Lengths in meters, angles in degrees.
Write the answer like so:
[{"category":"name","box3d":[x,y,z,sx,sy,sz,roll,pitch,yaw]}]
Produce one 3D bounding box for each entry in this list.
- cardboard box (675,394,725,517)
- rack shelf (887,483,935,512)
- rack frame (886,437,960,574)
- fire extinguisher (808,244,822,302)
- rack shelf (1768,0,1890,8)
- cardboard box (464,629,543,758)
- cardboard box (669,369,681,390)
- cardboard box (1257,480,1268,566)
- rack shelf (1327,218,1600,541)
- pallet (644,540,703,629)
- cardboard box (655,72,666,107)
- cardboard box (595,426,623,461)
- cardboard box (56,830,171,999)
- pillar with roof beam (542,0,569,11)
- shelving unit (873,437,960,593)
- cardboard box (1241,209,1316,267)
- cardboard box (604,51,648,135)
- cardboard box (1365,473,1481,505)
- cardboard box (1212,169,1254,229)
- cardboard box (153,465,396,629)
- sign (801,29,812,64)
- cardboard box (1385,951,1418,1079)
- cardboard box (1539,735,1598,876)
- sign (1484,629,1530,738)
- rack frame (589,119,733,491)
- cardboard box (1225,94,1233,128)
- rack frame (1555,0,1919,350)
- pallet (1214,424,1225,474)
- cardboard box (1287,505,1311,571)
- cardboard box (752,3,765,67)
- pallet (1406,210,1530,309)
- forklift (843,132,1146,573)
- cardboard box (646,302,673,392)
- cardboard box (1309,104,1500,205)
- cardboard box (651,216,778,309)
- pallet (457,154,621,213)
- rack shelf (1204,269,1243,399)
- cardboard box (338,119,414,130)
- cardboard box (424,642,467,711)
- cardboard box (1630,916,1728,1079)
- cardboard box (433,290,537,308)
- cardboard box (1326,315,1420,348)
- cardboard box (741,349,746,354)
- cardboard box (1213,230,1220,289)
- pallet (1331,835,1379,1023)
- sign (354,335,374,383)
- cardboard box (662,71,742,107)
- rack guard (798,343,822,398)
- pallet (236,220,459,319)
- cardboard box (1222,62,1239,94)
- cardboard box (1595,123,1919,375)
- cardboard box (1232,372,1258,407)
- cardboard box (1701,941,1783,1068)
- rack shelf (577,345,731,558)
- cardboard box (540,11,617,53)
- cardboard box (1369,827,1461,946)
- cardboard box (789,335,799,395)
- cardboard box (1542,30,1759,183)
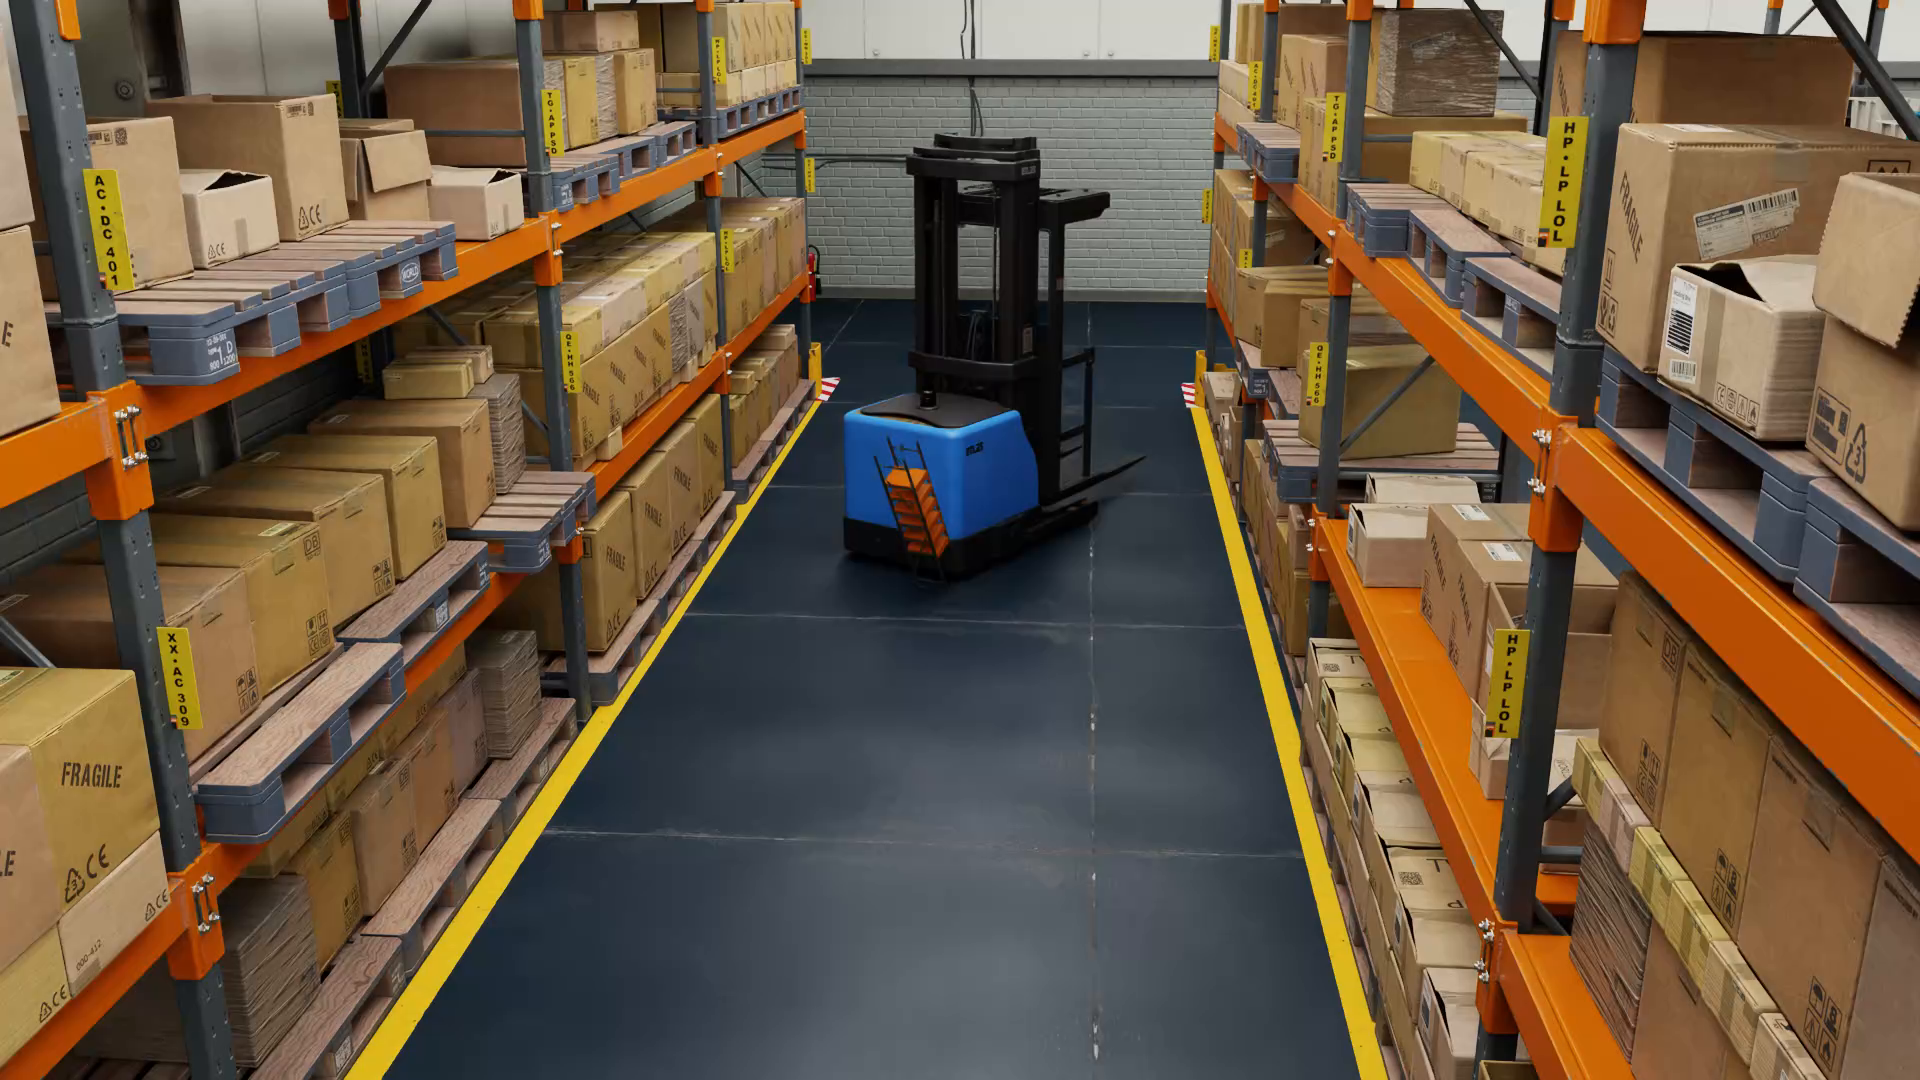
[{"category":"cardboard box","box3d":[-2.212,-0.642,12.344,0.750,0.750,0.750,1,18,5]},{"category":"rack shelf","box3d":[-0.320,-0.294,10.909,0.258,0.103,0.180,10,48,27]},{"category":"rack frame","box3d":[-0.237,-0.216,11.092,0.240,1.200,0.006,10,48,27]},{"category":"fire extinguisher","box3d":[-1.537,-2.734,16.673,0.296,0.674,0.183,1,18,4]},{"category":"rack shelf","box3d":[7.730,-4.388,13.161,1.077,0.370,4.000,1,18,4]},{"category":"cardboard box","box3d":[-2.581,0.777,8.543,0.700,0.500,0.500,2,18,5]},{"category":"cardboard box","box3d":[-2.139,-1.132,11.431,0.380,0.149,0.250,1,18,4]},{"category":"cardboard box","box3d":[2.298,-0.115,11.265,0.500,0.500,0.500,2,18,5]},{"category":"rack shelf","box3d":[2.216,-0.780,6.324,1.077,0.370,4.000,1,18,4]},{"category":"pallet","box3d":[-2.360,0.277,11.238,1.003,0.211,1.213,1,18,4]},{"category":"cardboard box","box3d":[-2.480,-3.488,12.840,0.500,0.250,0.500,1,18,4]},{"category":"cardboard box","box3d":[-2.197,-0.573,9.725,0.380,0.149,0.250,2,18,6]},{"category":"cardboard box","box3d":[-2.600,1.031,4.668,0.500,0.250,0.500,1,18,4]},{"category":"pillar with roof beam","box3d":[1.186,-4.661,12.195,9.100,9.000,0.400,1,18,4]},{"category":"shelving unit","box3d":[-0.277,-0.154,11.038,0.258,1.200,0.189,10,48,27]},{"category":"cardboard box","box3d":[2.424,-2.245,12.692,0.500,0.500,0.500,1,18,4]},{"category":"cardboard box","box3d":[-2.443,-2.906,10.790,0.700,0.500,0.500,1,18,3]},{"category":"cardboard box","box3d":[2.290,-0.163,8.247,0.500,0.311,0.500,2,18,7]},{"category":"cardboard box","box3d":[2.638,-3.193,15.583,0.500,0.500,0.500,2,18,6]},{"category":"cardboard box","box3d":[-2.735,0.023,6.669,0.700,0.500,0.500,4,19,11]},{"category":"sign","box3d":[-1.468,-4.704,15.849,0.100,0.325,0.005,1,18,4]},{"category":"cardboard box","box3d":[1.851,1.740,6.038,0.500,0.250,0.500,1,18,3]},{"category":"cardboard box","box3d":[2.064,0.842,5.276,0.500,0.250,0.500,2,18,7]},{"category":"sign","box3d":[1.531,0.403,4.643,0.100,0.325,0.005,1,18,4]},{"category":"rack frame","box3d":[-2.295,-1.669,12.700,1.000,3.000,0.127,1,18,4]},{"category":"cardboard box","box3d":[2.560,-3.692,14.297,0.500,0.250,0.500,1,18,4]},{"category":"rack frame","box3d":[2.073,-1.926,3.849,1.000,3.000,0.127,1,18,4]},{"category":"pallet","box3d":[2.781,-0.828,14.611,1.003,0.211,1.213,1,18,4]},{"category":"cardboard box","box3d":[2.192,-0.008,9.735,0.500,0.250,0.500,2,18,6]},{"category":"cardboard box","box3d":[-1.904,-4.155,13.671,0.500,0.500,0.500,1,18,4]},{"category":"pallet","box3d":[2.323,-1.093,6.427,1.003,0.211,1.213,2,18,6]},{"category":"forklift","box3d":[0.415,-1.562,12.482,1.130,2.935,3.031,12,22,33]},{"category":"cardboard box","box3d":[-2.179,-1.249,10.747,0.500,0.500,0.500,2,18,5]},{"category":"cardboard box","box3d":[2.394,-2.085,8.991,0.910,0.500,0.500,1,18,4]},{"category":"cardboard box","box3d":[-2.140,-2.433,14.548,0.980,0.700,0.700,0,18,1]},{"category":"pallet","box3d":[-2.589,-1.964,9.085,1.213,0.211,1.003,2,18,6]},{"category":"rack shelf","box3d":[2.790,-1.839,14.374,1.077,0.370,4.000,1,18,4]},{"category":"cardboard box","box3d":[-2.863,-1.691,7.756,0.500,0.500,0.500,1,18,4]},{"category":"cardboard box","box3d":[-2.685,0.596,7.891,0.500,0.250,0.500,2,18,5]},{"category":"cardboard box","box3d":[2.016,1.179,3.846,0.700,0.500,0.500,1,18,3]},{"category":"cardboard box","box3d":[-2.767,-1.289,9.665,0.500,0.250,0.500,1,18,2]},{"category":"cardboard box","box3d":[2.548,-1.042,9.952,0.700,0.500,0.500,5,19,14]},{"category":"cardboard box","box3d":[-2.203,-1.820,15.459,0.380,0.149,0.250,1,18,4]},{"category":"cardboard box","box3d":[2.606,-2.557,15.250,0.500,0.500,0.500,1,18,3]},{"category":"pallet","box3d":[2.171,1.640,7.078,1.003,0.211,1.213,1,18,4]},{"category":"sign","box3d":[-3.136,-0.988,8.763,0.100,0.325,0.005,1,18,4]},{"category":"cardboard box","box3d":[-1.983,-3.479,12.812,0.500,0.250,0.500,1,18,4]},{"category":"rack guard","box3d":[-2.007,-1.731,16.903,1.175,0.500,0.348,1,18,4]},{"category":"pallet","box3d":[-2.647,-1.032,6.241,1.213,0.211,1.003,1,18,4]},{"category":"cardboard box","box3d":[2.593,-4.085,14.693,0.500,0.250,0.500,1,18,4]},{"category":"cardboard box","box3d":[1.774,-0.664,3.754,0.500,0.500,0.500,3,18,8]},{"category":"cardboard box","box3d":[2.776,-1.166,14.467,0.797,0.503,0.637,1,18,4]},{"category":"cardboard box","box3d":[1.788,0.966,3.457,0.380,0.149,0.250,1,18,2]},{"category":"rack shelf","box3d":[-2.438,-0.706,10.916,1.077,0.370,4.000,1,18,4]},{"category":"cardboard box","box3d":[-2.514,-3.265,10.683,0.500,0.250,0.500,1,18,2]},{"category":"cardboard box","box3d":[1.885,1.317,6.429,0.500,0.311,0.500,1,18,4]},{"category":"cardboard box","box3d":[-1.959,-1.704,16.145,0.700,0.500,0.500,1,18,4]},{"category":"cardboard box","box3d":[2.174,-1.353,5.281,0.500,0.500,0.500,3,18,9]}]
